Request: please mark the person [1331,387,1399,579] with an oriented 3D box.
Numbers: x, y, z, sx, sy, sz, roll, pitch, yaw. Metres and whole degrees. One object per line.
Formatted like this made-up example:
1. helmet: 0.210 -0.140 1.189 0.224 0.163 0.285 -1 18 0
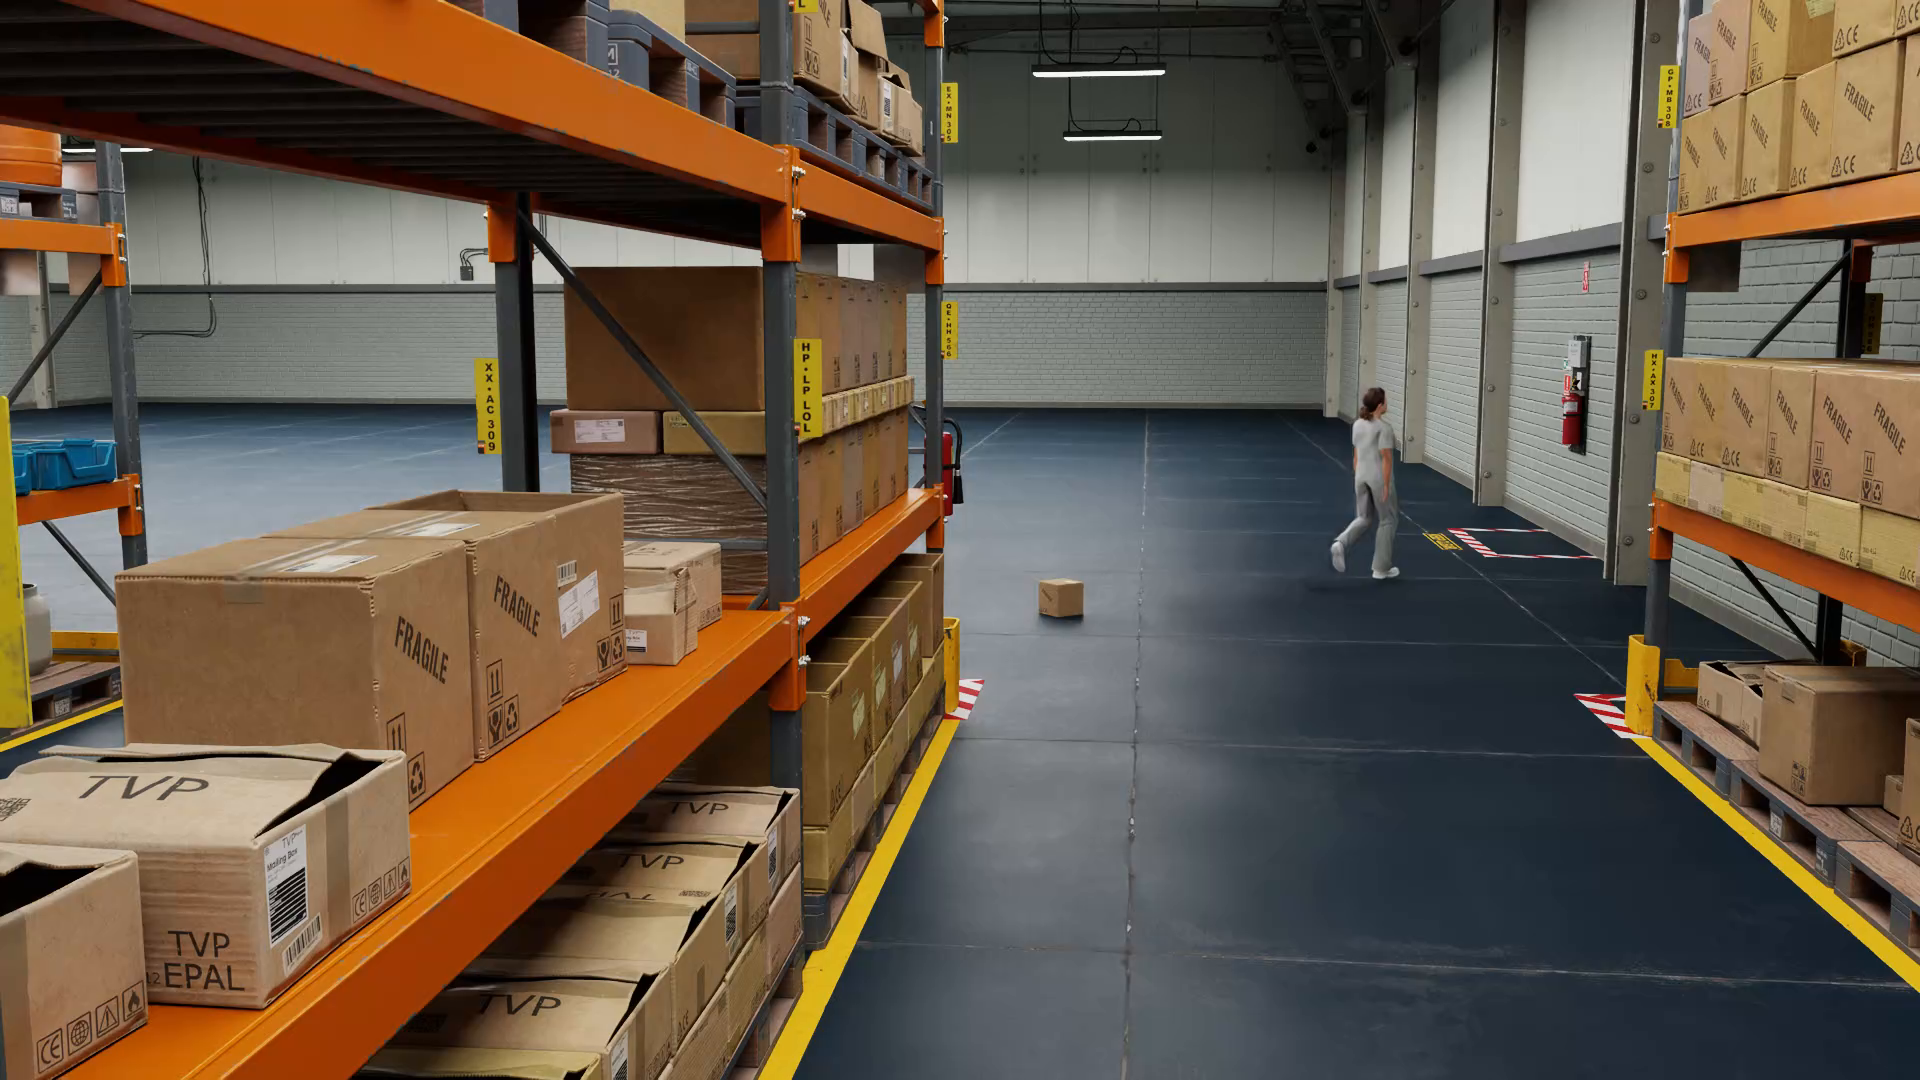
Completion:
1. person: 3.520 -0.483 14.258 0.718 1.649 0.448 -6 10 -37
